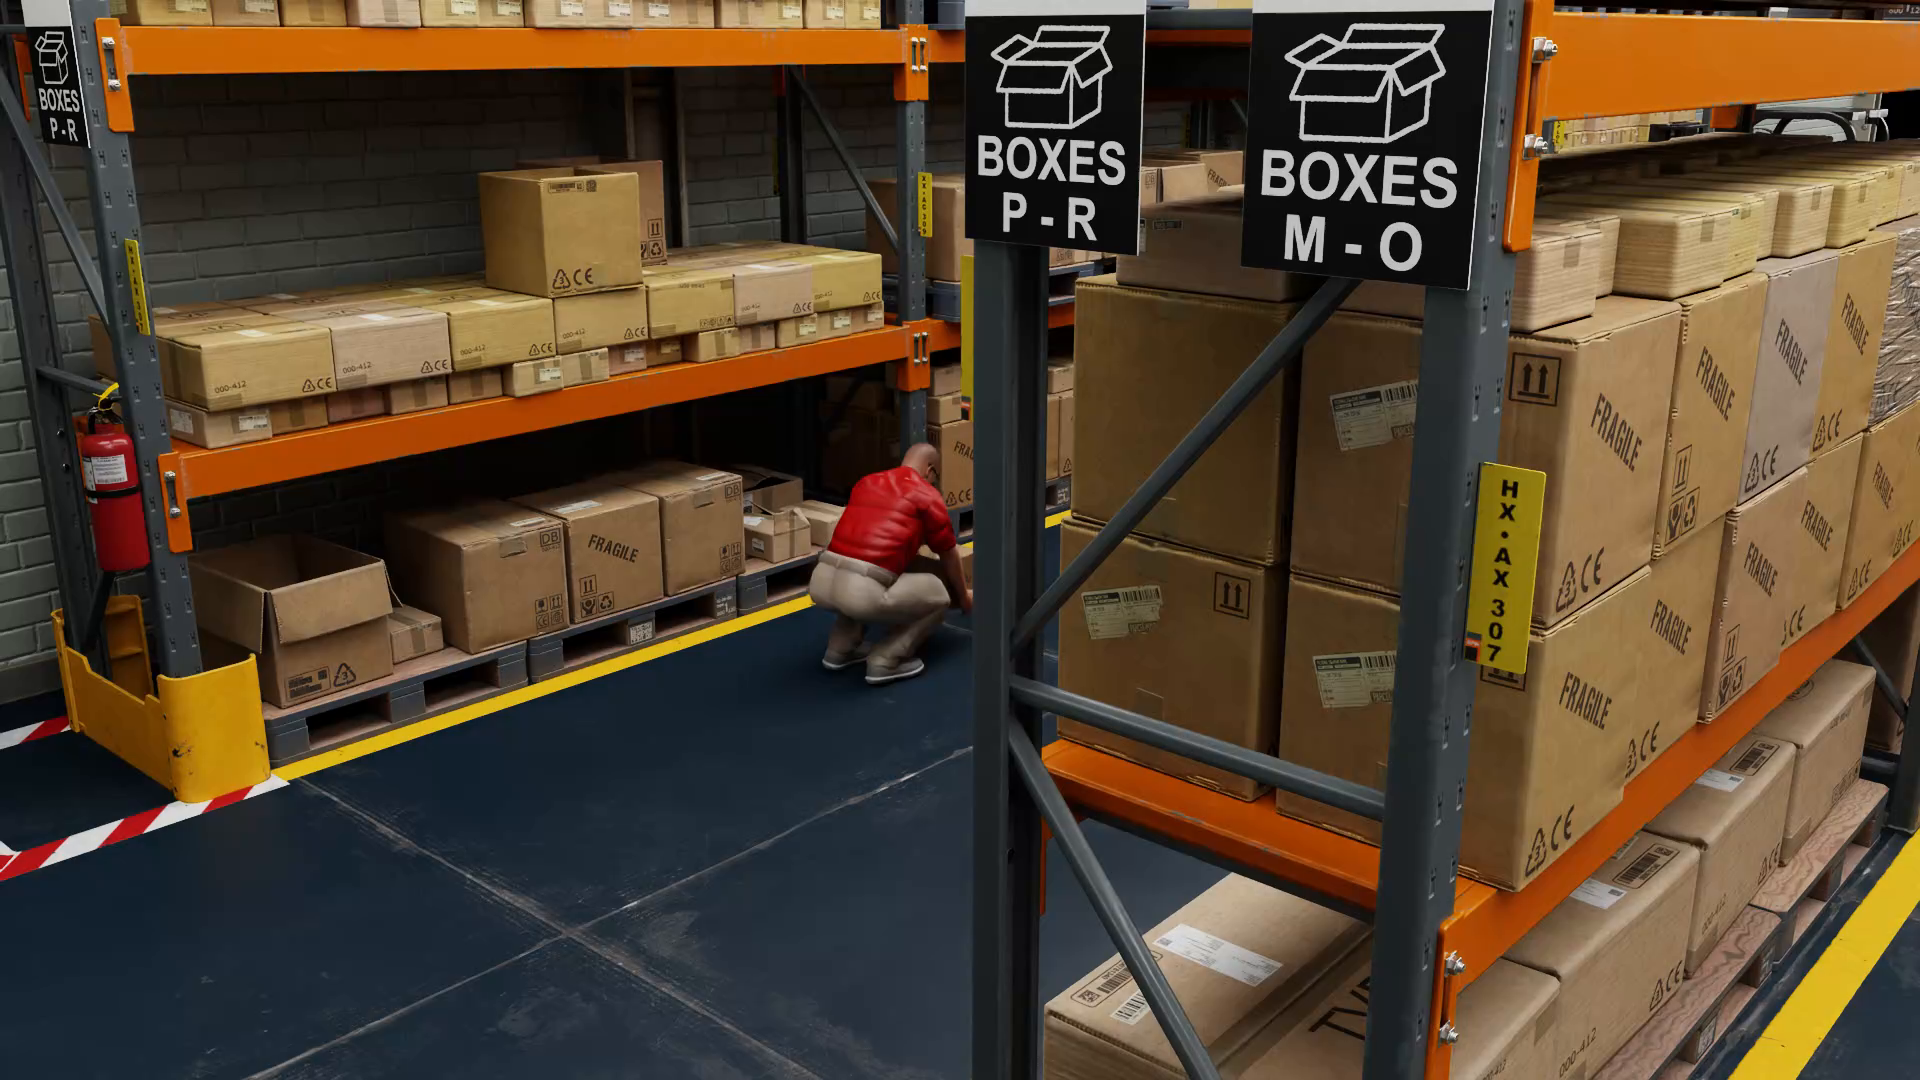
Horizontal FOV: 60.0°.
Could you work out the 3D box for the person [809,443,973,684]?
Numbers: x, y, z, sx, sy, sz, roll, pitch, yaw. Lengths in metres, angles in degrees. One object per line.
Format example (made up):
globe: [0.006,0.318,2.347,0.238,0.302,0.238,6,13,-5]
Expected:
person: [-0.309,0.090,7.584,0.529,0.987,0.886,14,22,39]
